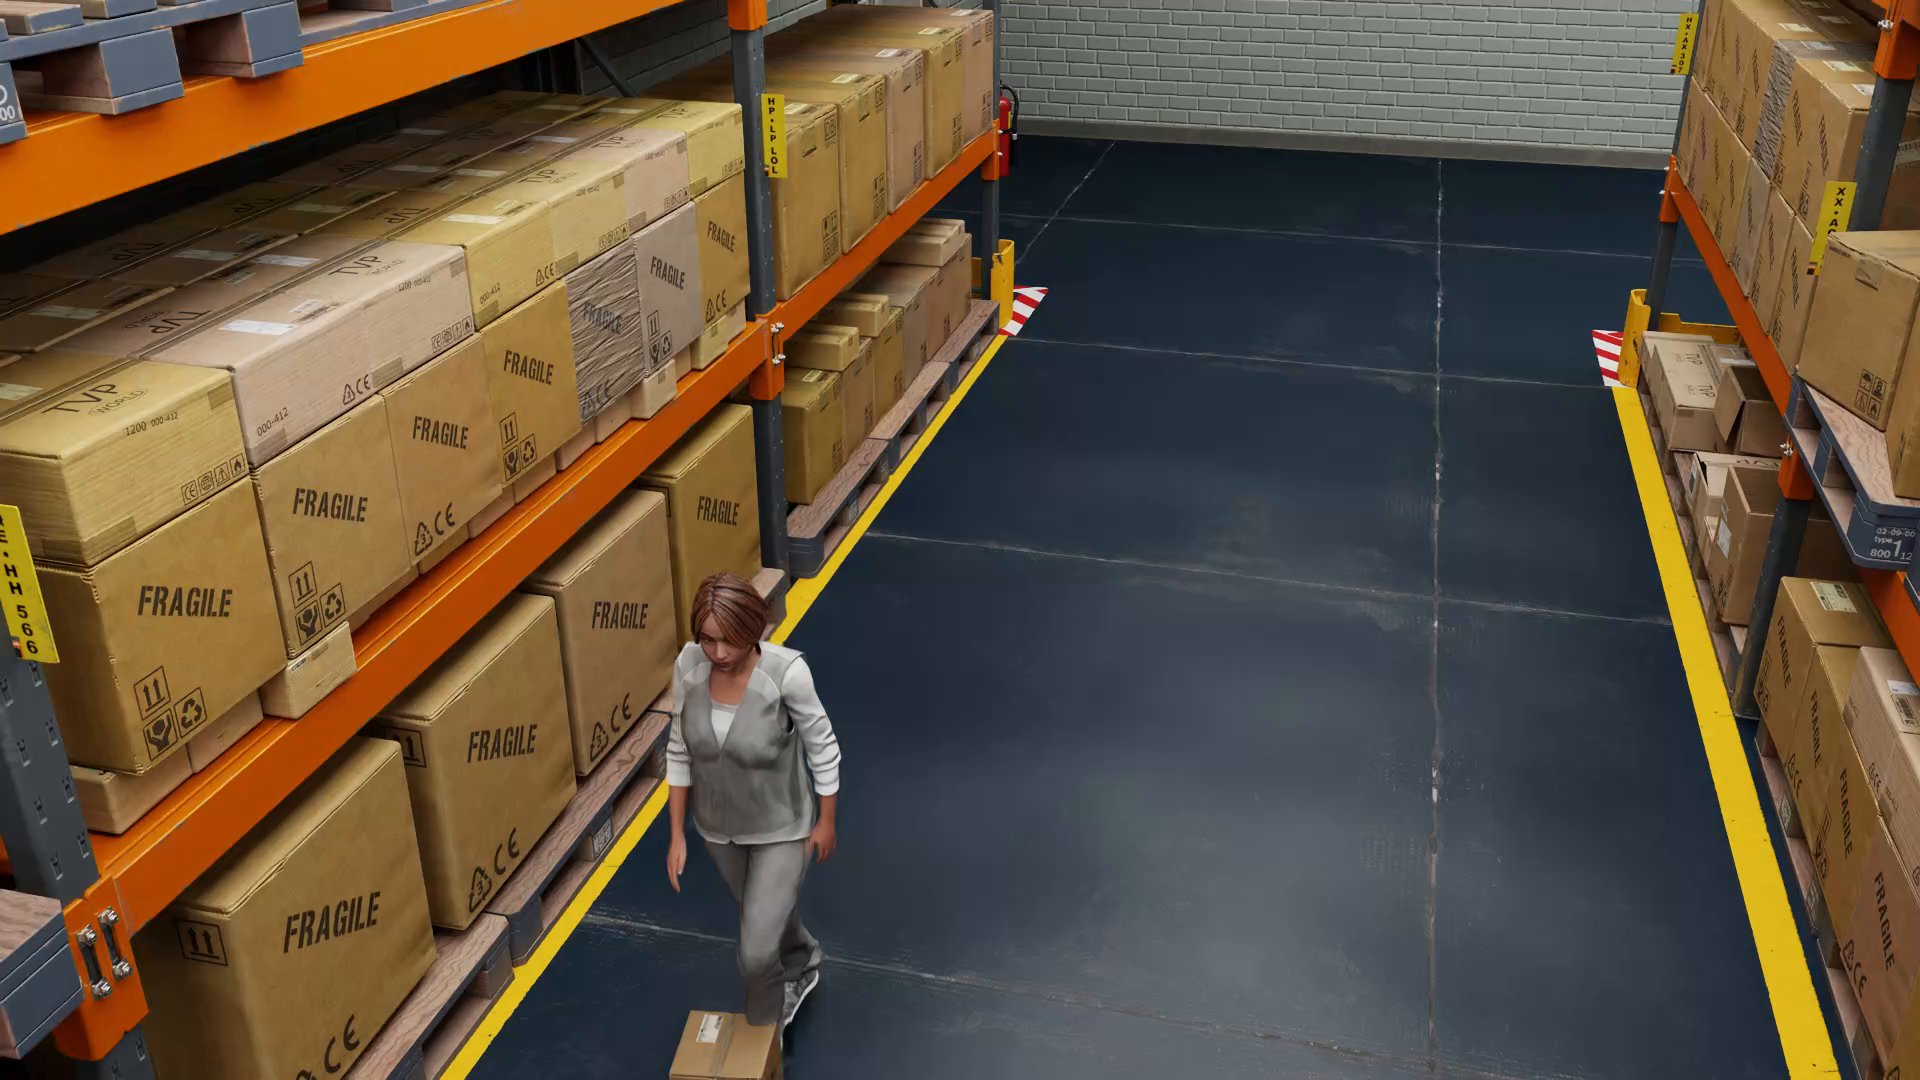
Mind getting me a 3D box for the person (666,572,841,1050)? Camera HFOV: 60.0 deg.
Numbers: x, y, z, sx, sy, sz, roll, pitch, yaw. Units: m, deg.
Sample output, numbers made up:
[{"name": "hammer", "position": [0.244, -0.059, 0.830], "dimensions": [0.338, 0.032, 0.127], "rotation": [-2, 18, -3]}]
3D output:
[{"name": "person", "position": [-0.532, 0.783, 4.547], "dimensions": [0.440, 1.631, 0.565], "rotation": [10, 27, 20]}]
